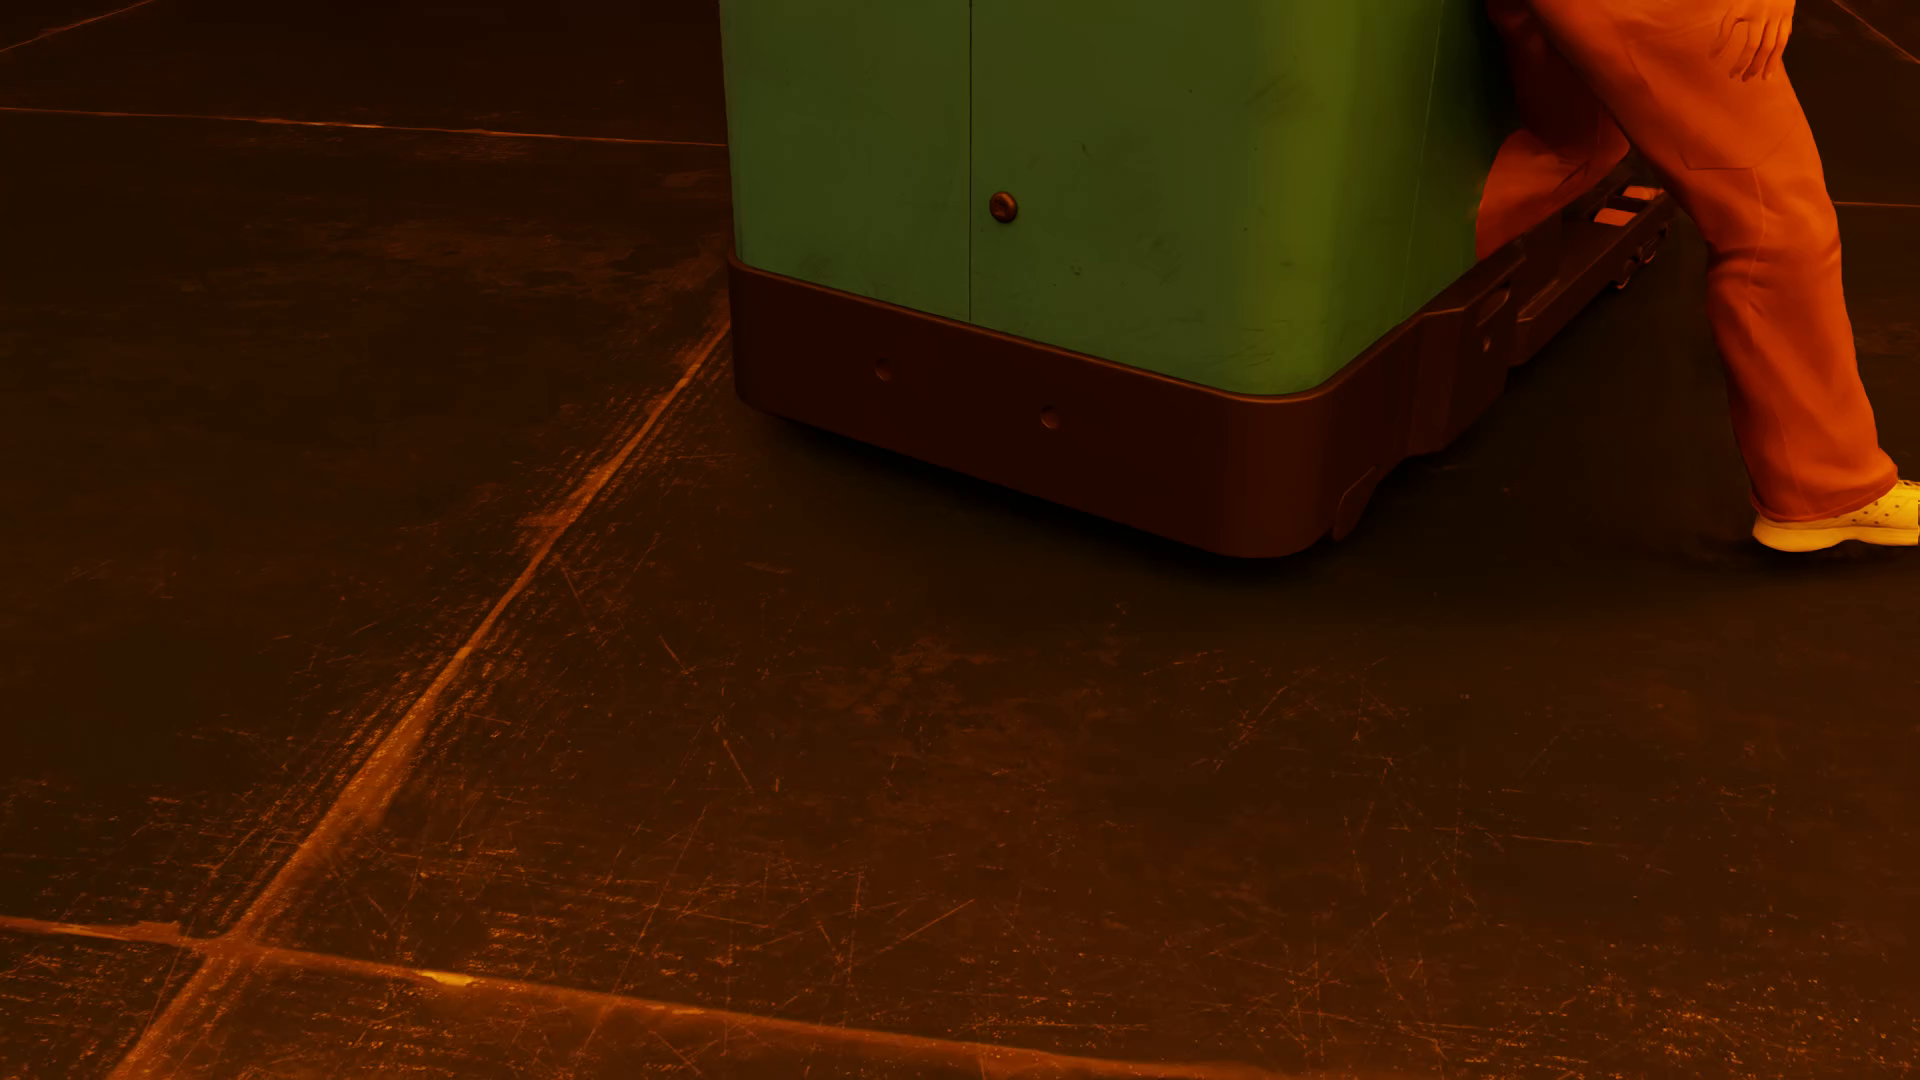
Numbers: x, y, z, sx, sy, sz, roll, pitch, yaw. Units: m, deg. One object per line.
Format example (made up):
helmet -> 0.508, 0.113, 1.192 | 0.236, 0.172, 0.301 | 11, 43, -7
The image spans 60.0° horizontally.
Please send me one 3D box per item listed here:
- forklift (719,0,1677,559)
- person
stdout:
forklift -> 0.881, -1.918, 2.936 | 1.130, 2.935, 3.031 | 19, 34, 30
person -> 1.008, -0.776, 2.228 | 0.857, 1.564, 0.764 | -3, 29, -5
